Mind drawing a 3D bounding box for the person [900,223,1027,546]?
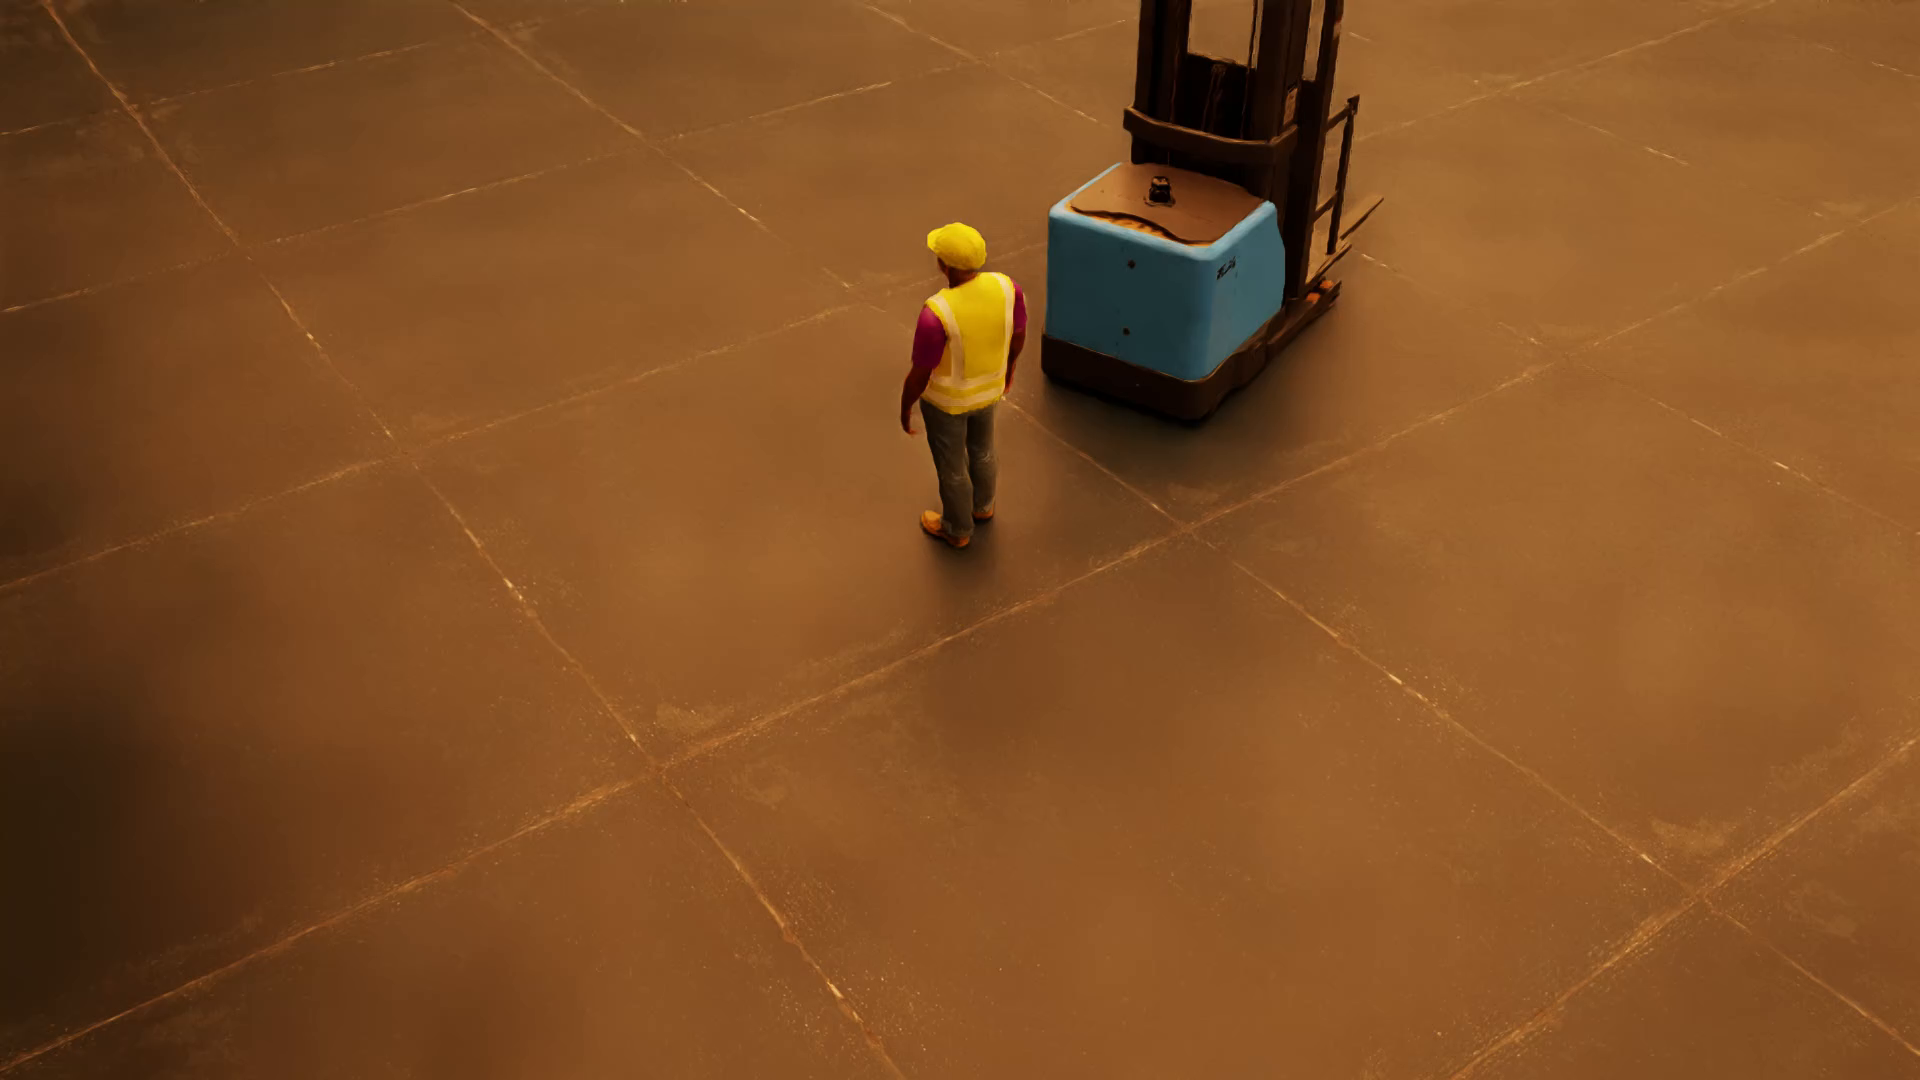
[{"bbox_3d":[-0.036,-0.751,7.929,0.665,1.766,0.576,-23,42,-28],"label":"person"}]

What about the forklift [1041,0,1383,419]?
[{"bbox_3d":[1.714,-2.684,9.575,1.130,2.935,3.031,22,42,27],"label":"forklift"}]
